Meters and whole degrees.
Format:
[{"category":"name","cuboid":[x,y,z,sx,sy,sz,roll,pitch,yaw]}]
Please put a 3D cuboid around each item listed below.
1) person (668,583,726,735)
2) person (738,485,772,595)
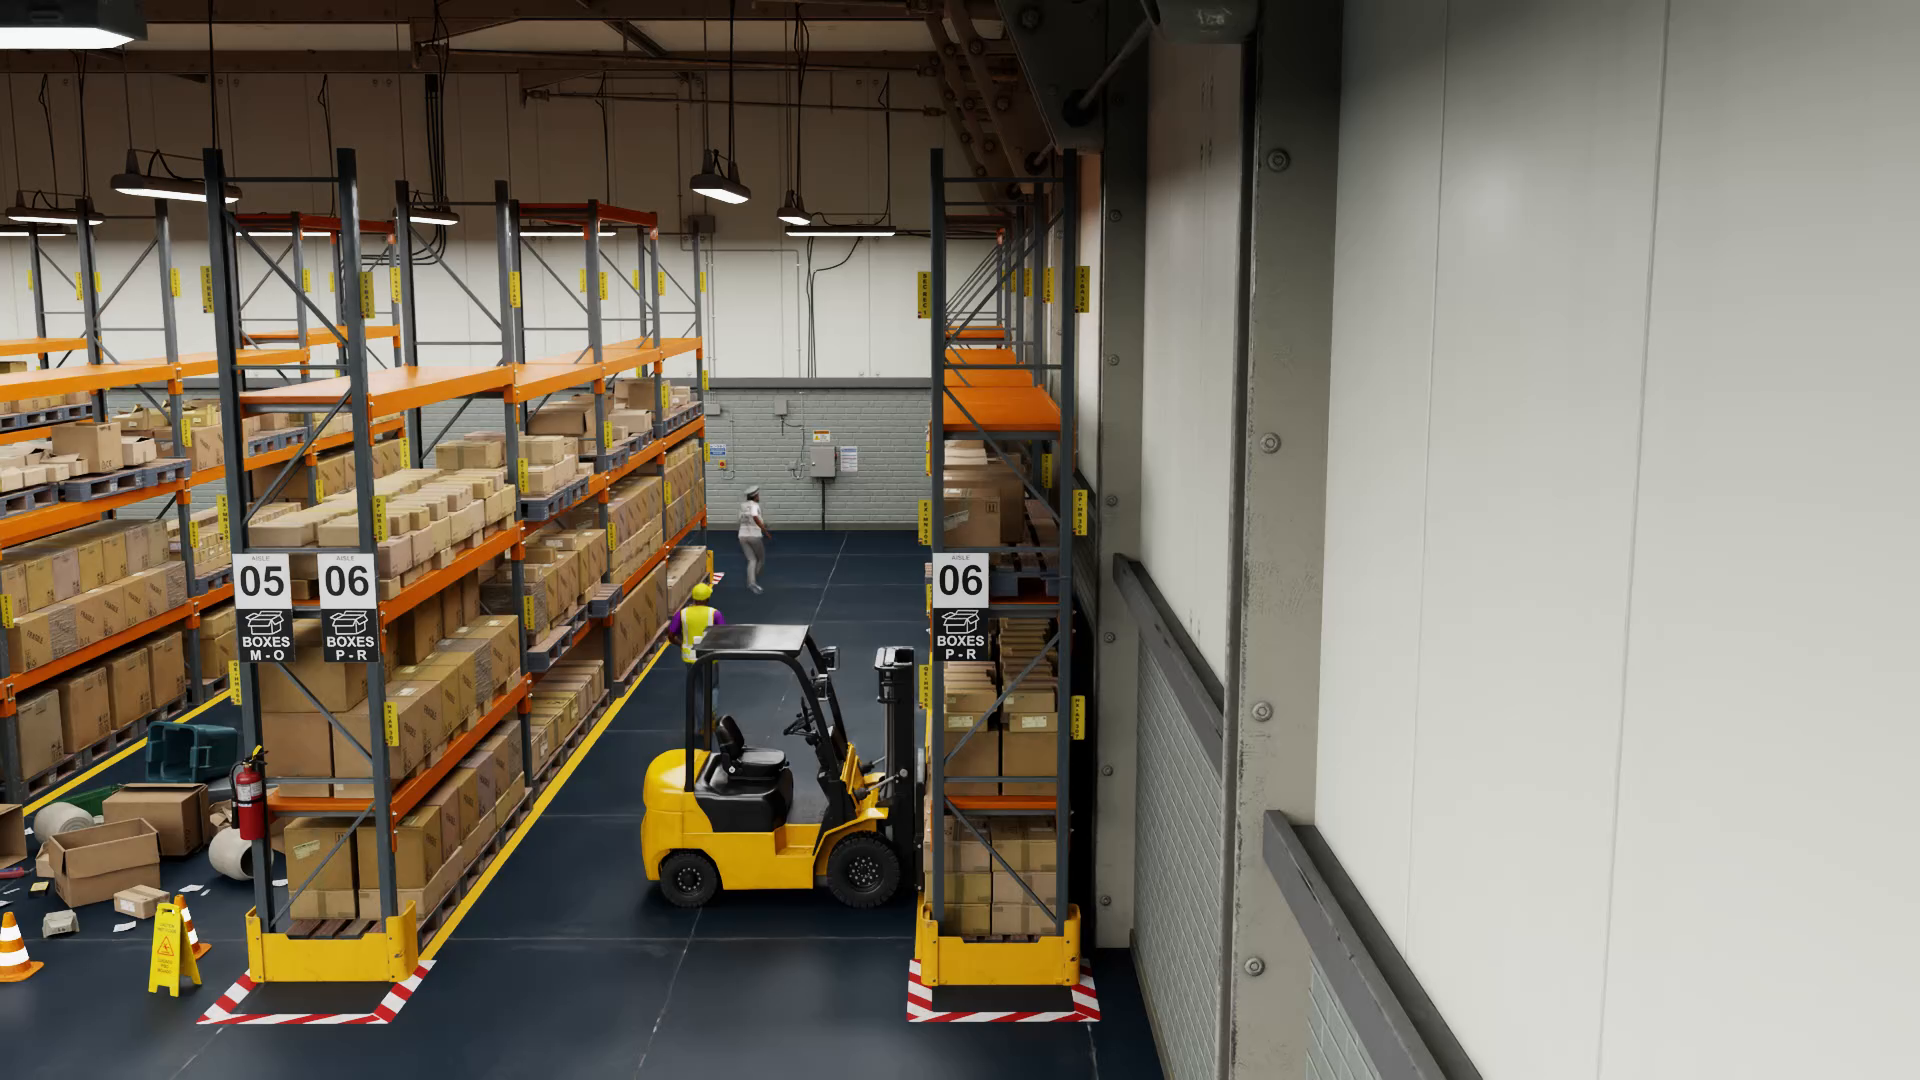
[{"category":"person","cuboid":[-2.921,1.351,18.662,0.692,1.735,0.633,0,9,3]},{"category":"person","cuboid":[-3.210,0.003,25.719,0.695,1.656,0.614,5,10,29]}]
